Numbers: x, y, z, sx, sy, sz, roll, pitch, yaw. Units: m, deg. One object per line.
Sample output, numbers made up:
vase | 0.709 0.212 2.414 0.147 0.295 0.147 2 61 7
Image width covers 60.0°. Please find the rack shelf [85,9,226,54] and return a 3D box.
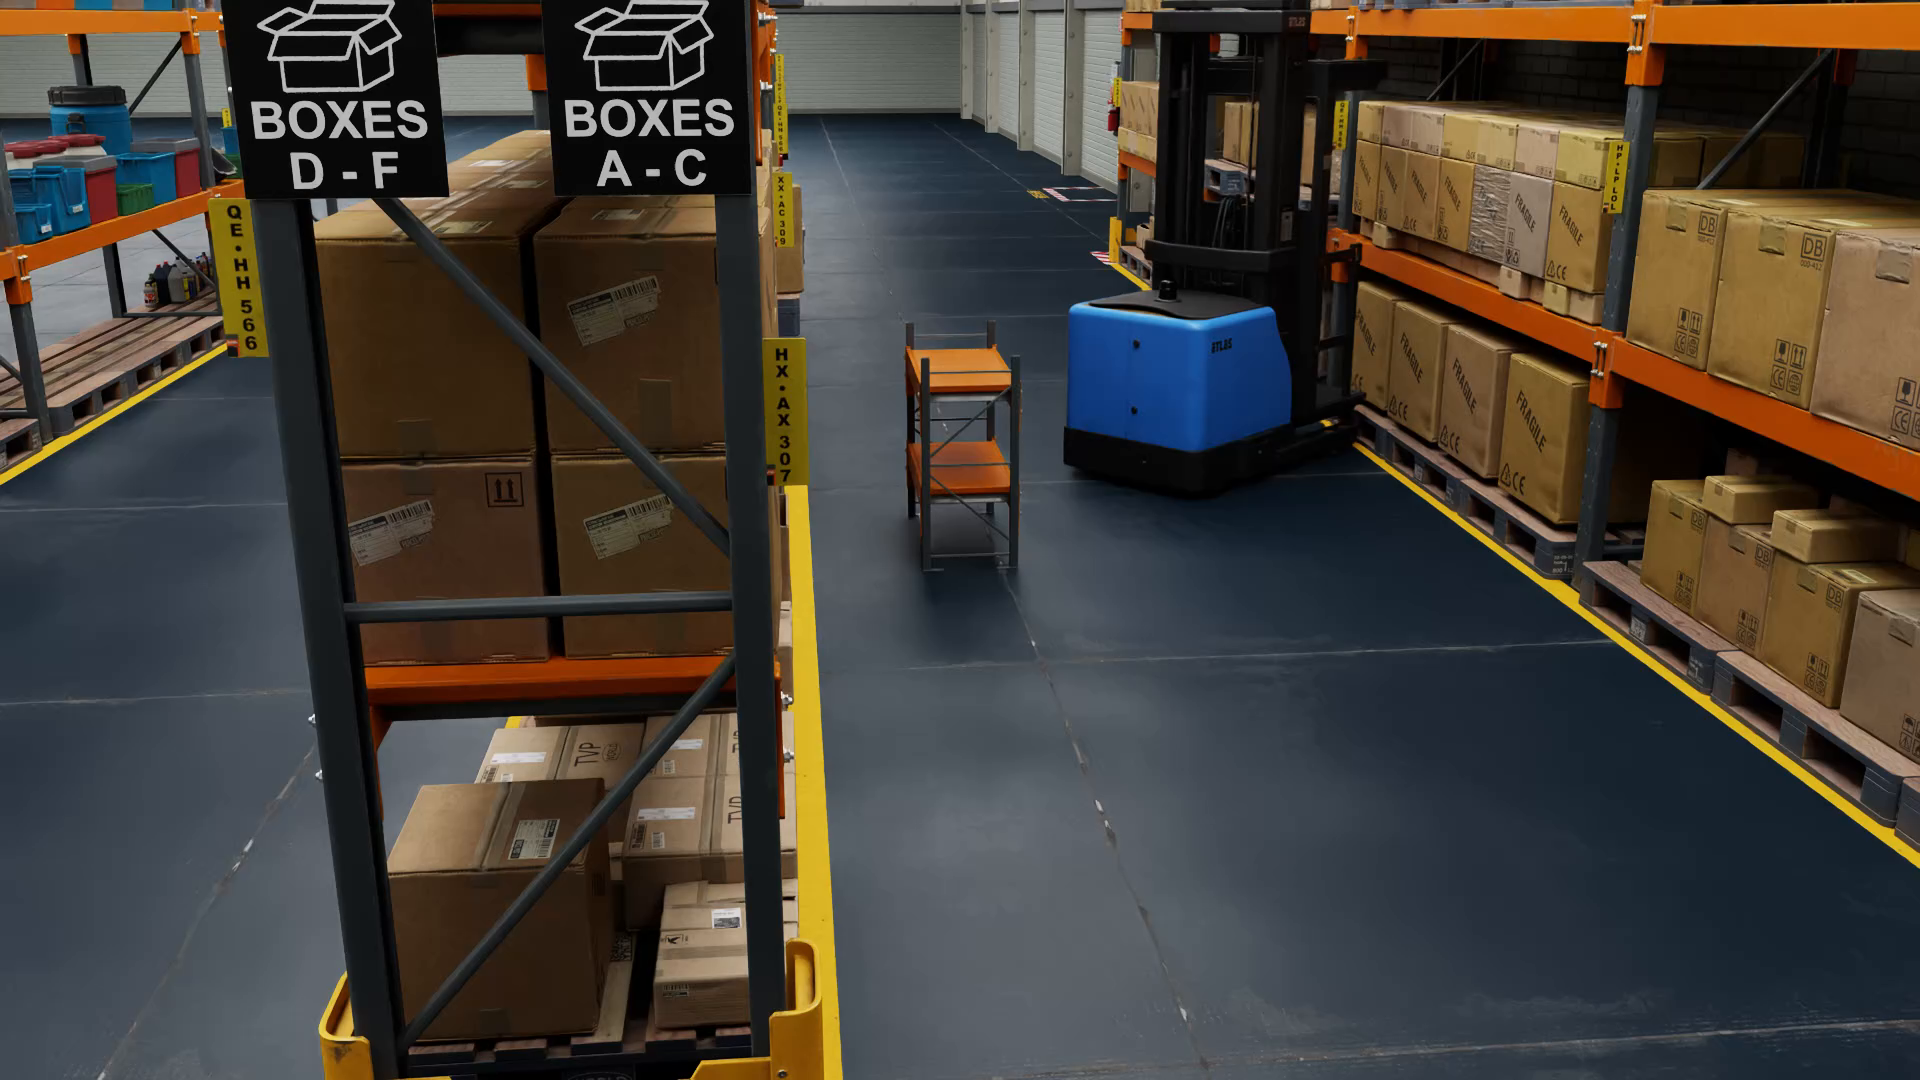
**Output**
rack shelf | -7.291 -4.952 16.136 1.077 0.370 4.000 -2 18 -6

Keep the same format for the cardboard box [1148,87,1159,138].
cardboard box | 2.261 -4.455 17.326 0.500 0.500 0.500 -1 17 -4

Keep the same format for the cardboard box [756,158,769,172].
cardboard box | -0.864 -0.966 5.411 0.500 0.500 0.500 -2 18 -6

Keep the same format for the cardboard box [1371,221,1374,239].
cardboard box | 3.003 -2.092 11.218 0.380 0.149 0.250 -2 17 -5

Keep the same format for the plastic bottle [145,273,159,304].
plastic bottle | -7.462 -2.315 15.345 0.061 0.283 0.133 -1 17 -3

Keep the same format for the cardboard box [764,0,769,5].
cardboard box | -1.017 -2.260 6.610 0.500 0.250 0.500 -2 18 -6

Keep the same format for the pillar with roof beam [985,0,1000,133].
pillar with roof beam | -3.468 -14.464 40.225 9.100 9.000 0.400 -2 18 -6

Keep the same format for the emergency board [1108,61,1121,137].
emergency board | 2.454 -7.109 26.814 0.194 1.169 0.643 -2 18 -6

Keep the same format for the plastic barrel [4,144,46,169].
plastic barrel | -7.084 -2.694 12.523 0.433 0.535 0.433 0 17 0

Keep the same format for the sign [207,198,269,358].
sign | -1.474 -0.537 3.419 0.100 0.325 0.005 -2 18 -6

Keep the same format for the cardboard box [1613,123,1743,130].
cardboard box | 3.746 -2.049 8.746 0.500 0.250 0.500 -2 17 -5

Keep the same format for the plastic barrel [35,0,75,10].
plastic barrel | -6.608 -4.159 11.692 0.600 0.830 0.708 -2 18 -6

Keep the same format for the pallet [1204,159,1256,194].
pallet | 2.704 -3.251 14.844 1.003 0.211 1.213 -2 18 -6

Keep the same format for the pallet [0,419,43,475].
pallet | -6.549 -0.513 10.457 1.003 0.211 1.213 -2 18 -6

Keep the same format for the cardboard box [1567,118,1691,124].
cardboard box | 3.689 -2.198 9.221 0.500 0.250 0.500 -2 18 -7

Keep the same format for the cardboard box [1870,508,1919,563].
cardboard box | 3.862 -0.021 6.625 0.380 0.149 0.250 -2 18 -5

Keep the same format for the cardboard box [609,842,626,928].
cardboard box | -1.173 1.019 4.919 0.380 0.166 0.250 -2 18 -6

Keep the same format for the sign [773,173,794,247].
sign | -0.793 -1.469 7.403 0.100 0.325 0.005 -2 18 -6

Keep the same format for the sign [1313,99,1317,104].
sign | 3.321 -4.145 15.439 0.100 0.325 0.005 -2 18 -6

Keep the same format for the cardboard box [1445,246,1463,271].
cardboard box | 3.155 -1.710 10.004 0.380 0.149 0.250 -2 18 -5

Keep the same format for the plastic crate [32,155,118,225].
plastic crate | -6.534 -2.598 12.338 0.402 0.464 0.583 -2 18 -6

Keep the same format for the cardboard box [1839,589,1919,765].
cardboard box | 3.731 0.489 6.085 0.700 0.500 0.500 -2 18 -7

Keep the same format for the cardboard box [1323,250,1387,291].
cardboard box | 3.060 -2.142 13.180 0.500 0.250 0.500 -1 17 -5

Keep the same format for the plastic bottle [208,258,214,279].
plastic bottle | -7.609 -2.754 16.880 0.097 0.201 0.097 0 17 0

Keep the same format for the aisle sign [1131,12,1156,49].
aisle sign | 2.051 -6.019 19.000 0.394 0.787 0.004 -2 18 -6

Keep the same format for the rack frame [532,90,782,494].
rack frame | -1.332 -1.037 7.472 1.000 3.000 0.127 -2 18 -6

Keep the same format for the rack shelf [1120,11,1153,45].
rack shelf | 2.563 -5.258 17.111 1.077 0.370 4.000 -2 18 -6

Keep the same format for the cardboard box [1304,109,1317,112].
cardboard box | 2.938 -3.317 13.835 0.700 0.500 0.500 1 17 2

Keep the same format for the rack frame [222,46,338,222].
rack frame | -7.497 -4.460 18.376 1.000 3.000 0.127 -2 18 -6

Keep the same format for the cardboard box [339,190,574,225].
cardboard box | -1.292 -0.644 4.386 0.500 0.500 0.500 -1 17 -4

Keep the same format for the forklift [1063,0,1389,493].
forklift | 2.009 -2.049 10.810 1.130 2.935 3.031 15 23 40

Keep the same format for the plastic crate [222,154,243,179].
plastic crate | -6.944 -3.580 15.928 0.450 0.188 0.662 -2 18 -6

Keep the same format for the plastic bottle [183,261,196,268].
plastic bottle | -7.504 -2.564 16.148 0.152 0.276 0.135 -1 17 -5

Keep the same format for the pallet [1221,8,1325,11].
pallet | 2.837 -4.420 13.553 1.213 0.211 1.003 -2 18 -6

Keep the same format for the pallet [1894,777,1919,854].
pallet | 3.847 1.095 5.336 1.003 0.211 1.213 -2 18 -6

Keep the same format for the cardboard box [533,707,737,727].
cardboard box | -1.133 0.504 5.997 0.797 0.503 0.637 -2 18 -6

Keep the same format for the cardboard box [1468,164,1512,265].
cardboard box | 3.191 -1.821 9.274 0.500 0.500 0.500 -2 18 -6

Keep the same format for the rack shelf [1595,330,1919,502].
rack shelf | 3.801 -0.252 6.172 1.077 0.370 4.000 -2 18 -6

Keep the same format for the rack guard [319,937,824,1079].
rack guard | -0.927 1.325 4.122 1.175 0.500 0.348 -2 18 -6

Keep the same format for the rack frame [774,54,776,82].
rack frame | -2.570 -4.612 18.860 1.000 3.000 0.127 -2 18 -6

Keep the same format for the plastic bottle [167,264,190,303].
plastic bottle | -7.294 -2.402 15.508 0.144 0.351 0.185 -2 18 -6

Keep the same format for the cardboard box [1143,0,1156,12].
cardboard box | 2.220 -5.832 17.536 0.500 0.500 0.500 -1 17 -3

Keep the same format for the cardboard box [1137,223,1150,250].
cardboard box | 2.339 -3.484 19.022 0.500 0.311 0.500 -4 18 -12

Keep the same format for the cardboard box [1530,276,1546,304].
cardboard box | 3.247 -1.326 8.778 0.380 0.149 0.250 -1 17 -4

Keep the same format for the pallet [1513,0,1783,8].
pallet | 3.451 -2.802 8.407 0.805 0.209 1.217 -2 18 -8

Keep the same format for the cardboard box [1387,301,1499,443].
cardboard box | 3.212 -1.073 10.475 0.750 0.750 0.750 -2 18 -6

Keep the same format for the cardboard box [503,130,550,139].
cardboard box | -1.563 -1.412 6.832 0.500 0.500 0.500 -1 17 -4

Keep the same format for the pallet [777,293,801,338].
pallet | -1.306 -1.187 8.270 1.003 0.211 1.213 -2 18 -6

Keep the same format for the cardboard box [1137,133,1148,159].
cardboard box | 2.206 -4.243 17.900 0.500 0.250 0.500 -2 18 -7

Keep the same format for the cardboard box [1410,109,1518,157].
cardboard box | 3.084 -2.487 10.144 0.500 0.250 0.500 -2 18 -5

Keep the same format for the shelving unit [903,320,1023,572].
shelving unit | 0.001 -0.535 9.002 0.538 1.125 1.048 -2 18 -6
